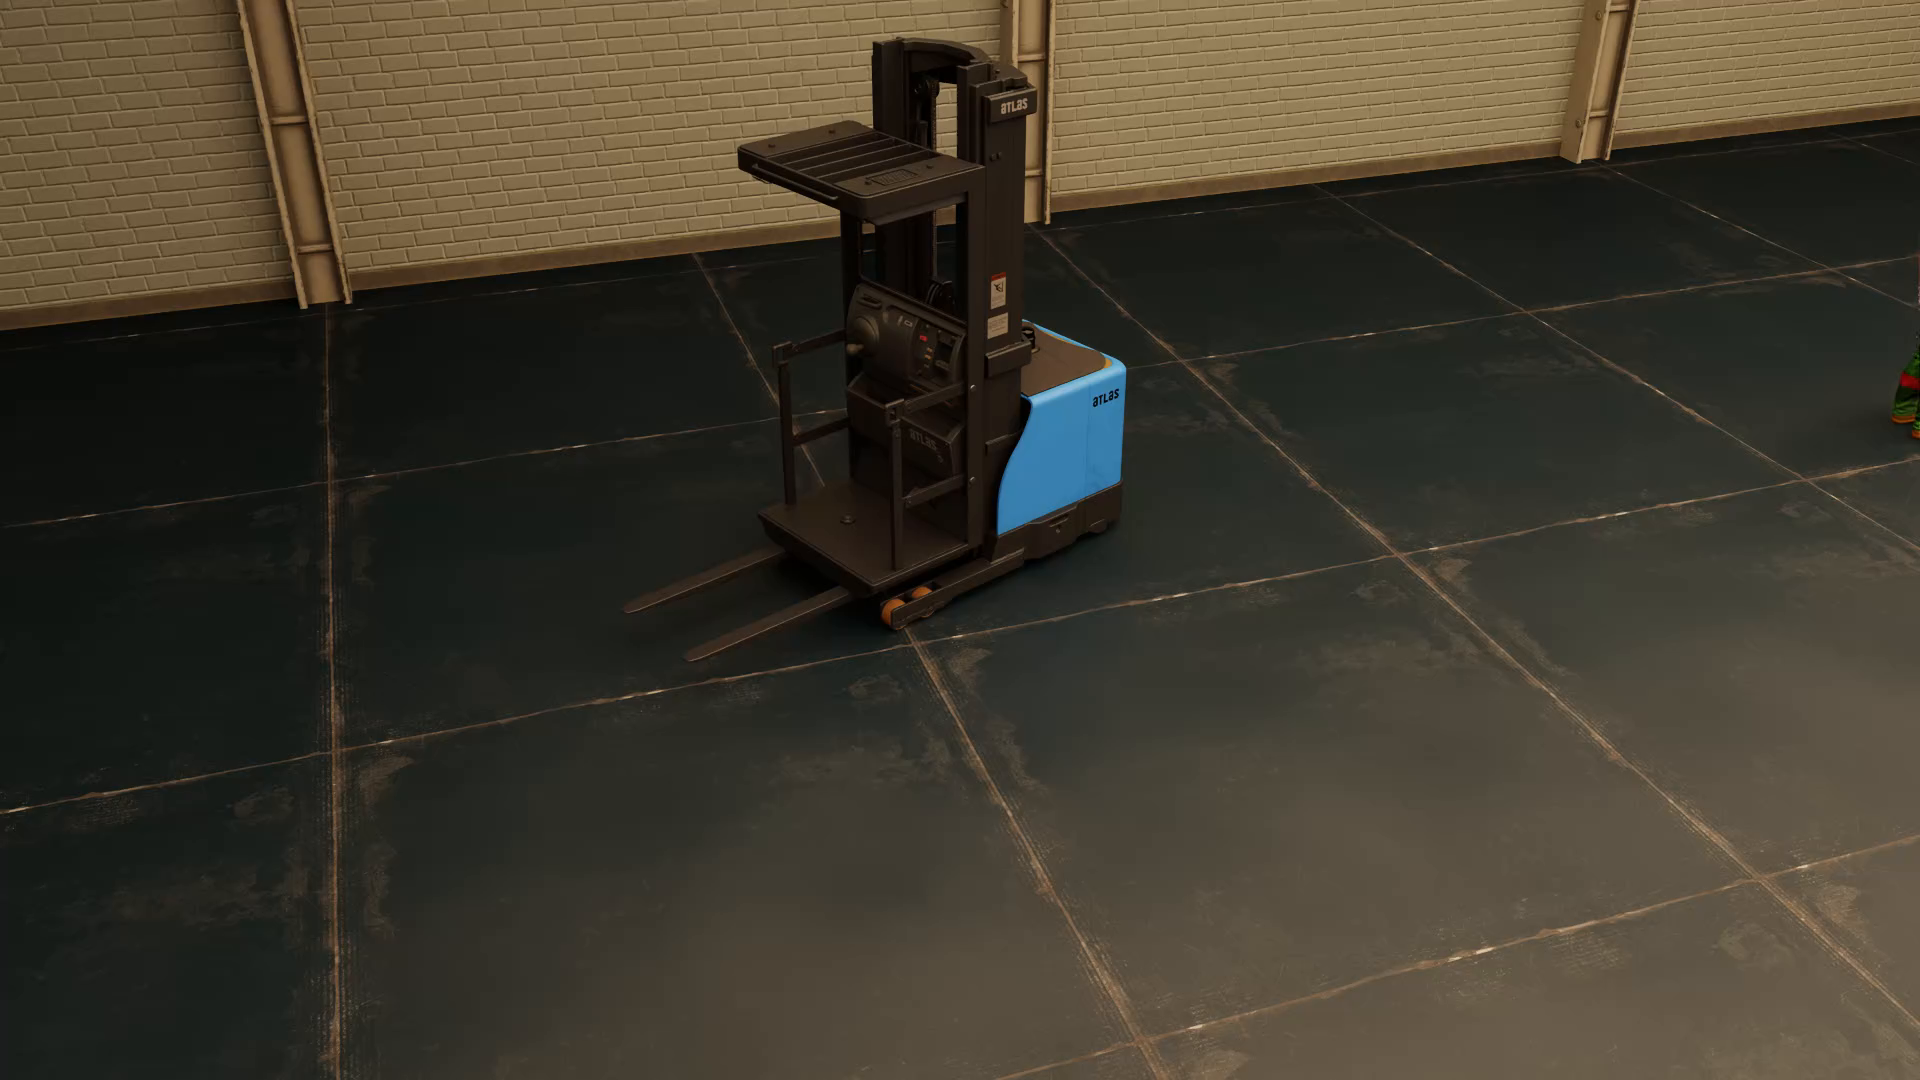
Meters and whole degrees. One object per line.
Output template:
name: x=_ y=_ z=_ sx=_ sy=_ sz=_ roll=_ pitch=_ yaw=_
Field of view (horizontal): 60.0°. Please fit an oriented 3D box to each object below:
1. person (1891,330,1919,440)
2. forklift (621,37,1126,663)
person: x=6.544 y=-1.542 z=10.909 sx=0.345 sy=1.795 sz=0.547 roll=-2 pitch=30 yaw=-3
forklift: x=-0.461 y=-1.072 z=8.951 sx=3.031 sy=2.935 sz=1.130 roll=-23 pitch=37 yaw=-34
